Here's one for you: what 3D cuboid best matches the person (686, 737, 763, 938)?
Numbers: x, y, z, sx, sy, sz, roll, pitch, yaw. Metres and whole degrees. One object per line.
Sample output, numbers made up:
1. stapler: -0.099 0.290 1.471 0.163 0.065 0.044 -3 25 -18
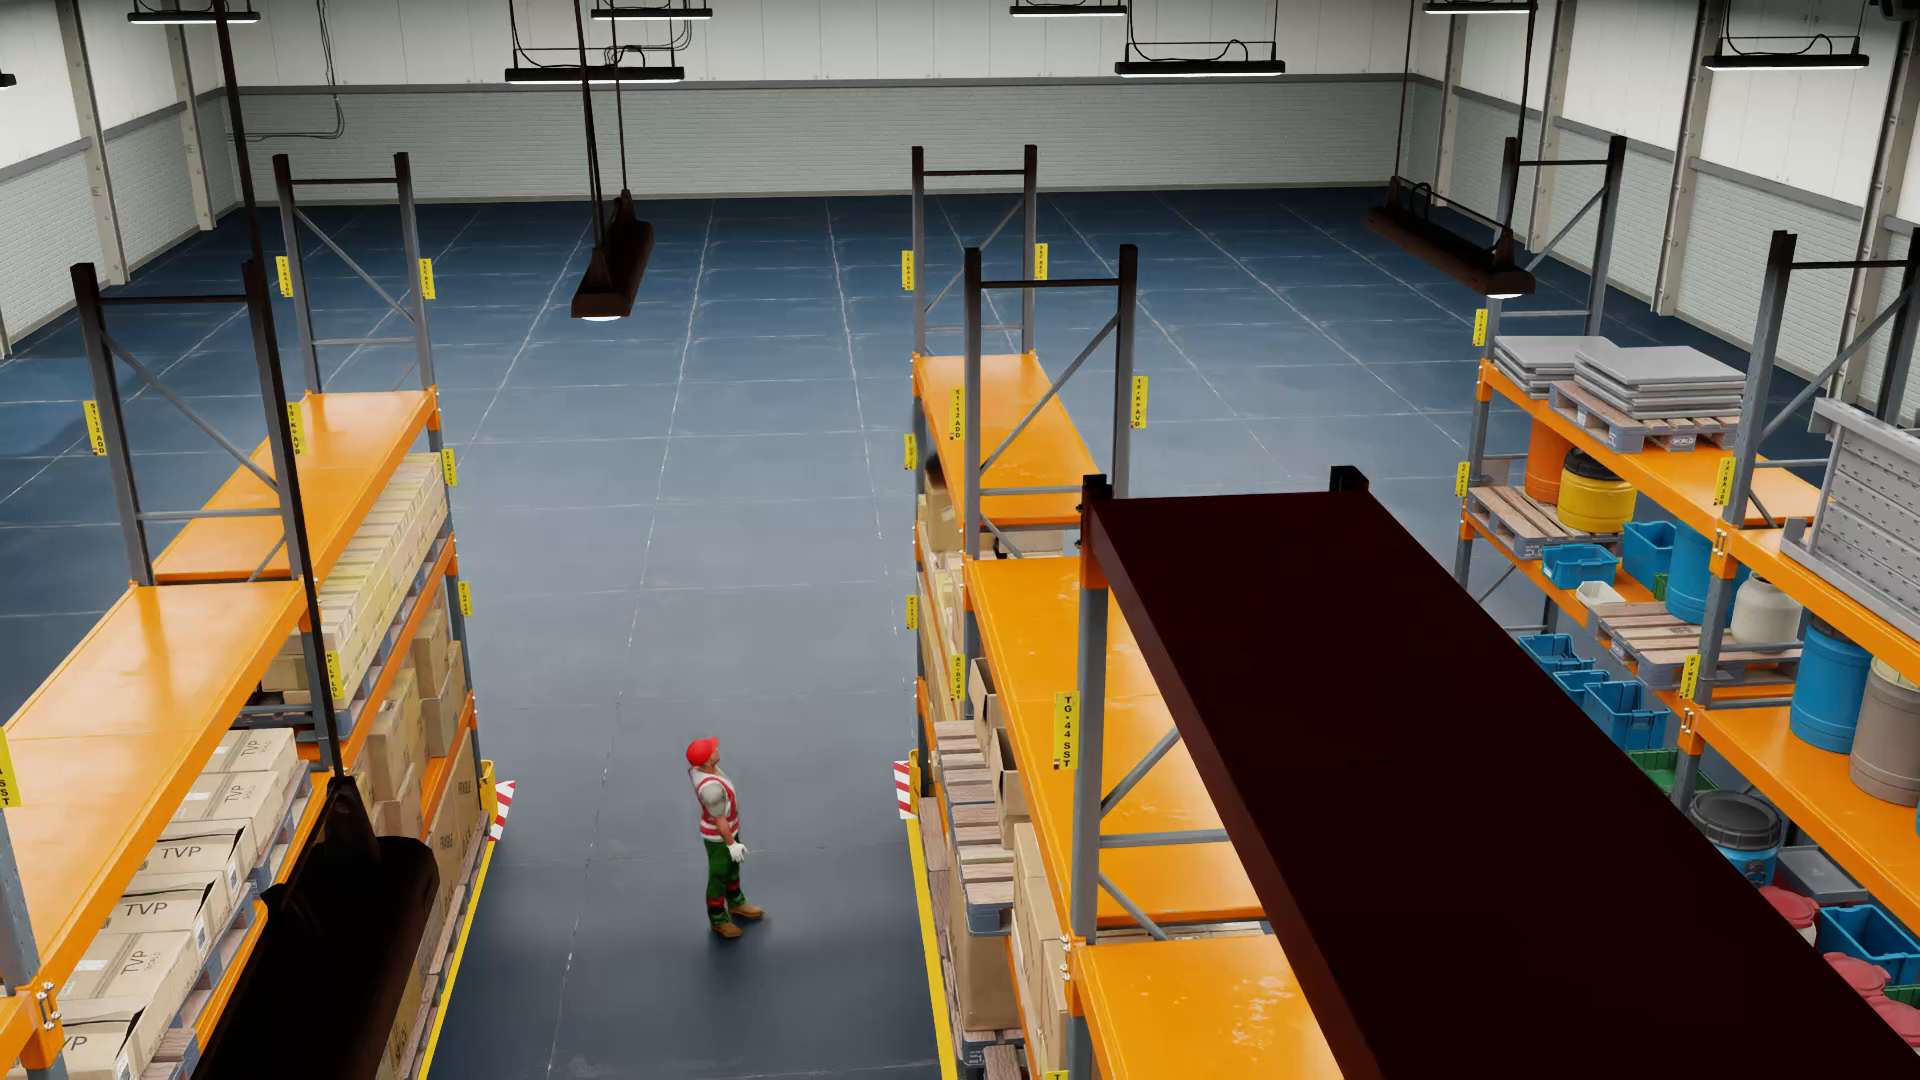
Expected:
1. person: -1.889 2.340 13.332 0.528 1.773 0.596 -1 22 -3
